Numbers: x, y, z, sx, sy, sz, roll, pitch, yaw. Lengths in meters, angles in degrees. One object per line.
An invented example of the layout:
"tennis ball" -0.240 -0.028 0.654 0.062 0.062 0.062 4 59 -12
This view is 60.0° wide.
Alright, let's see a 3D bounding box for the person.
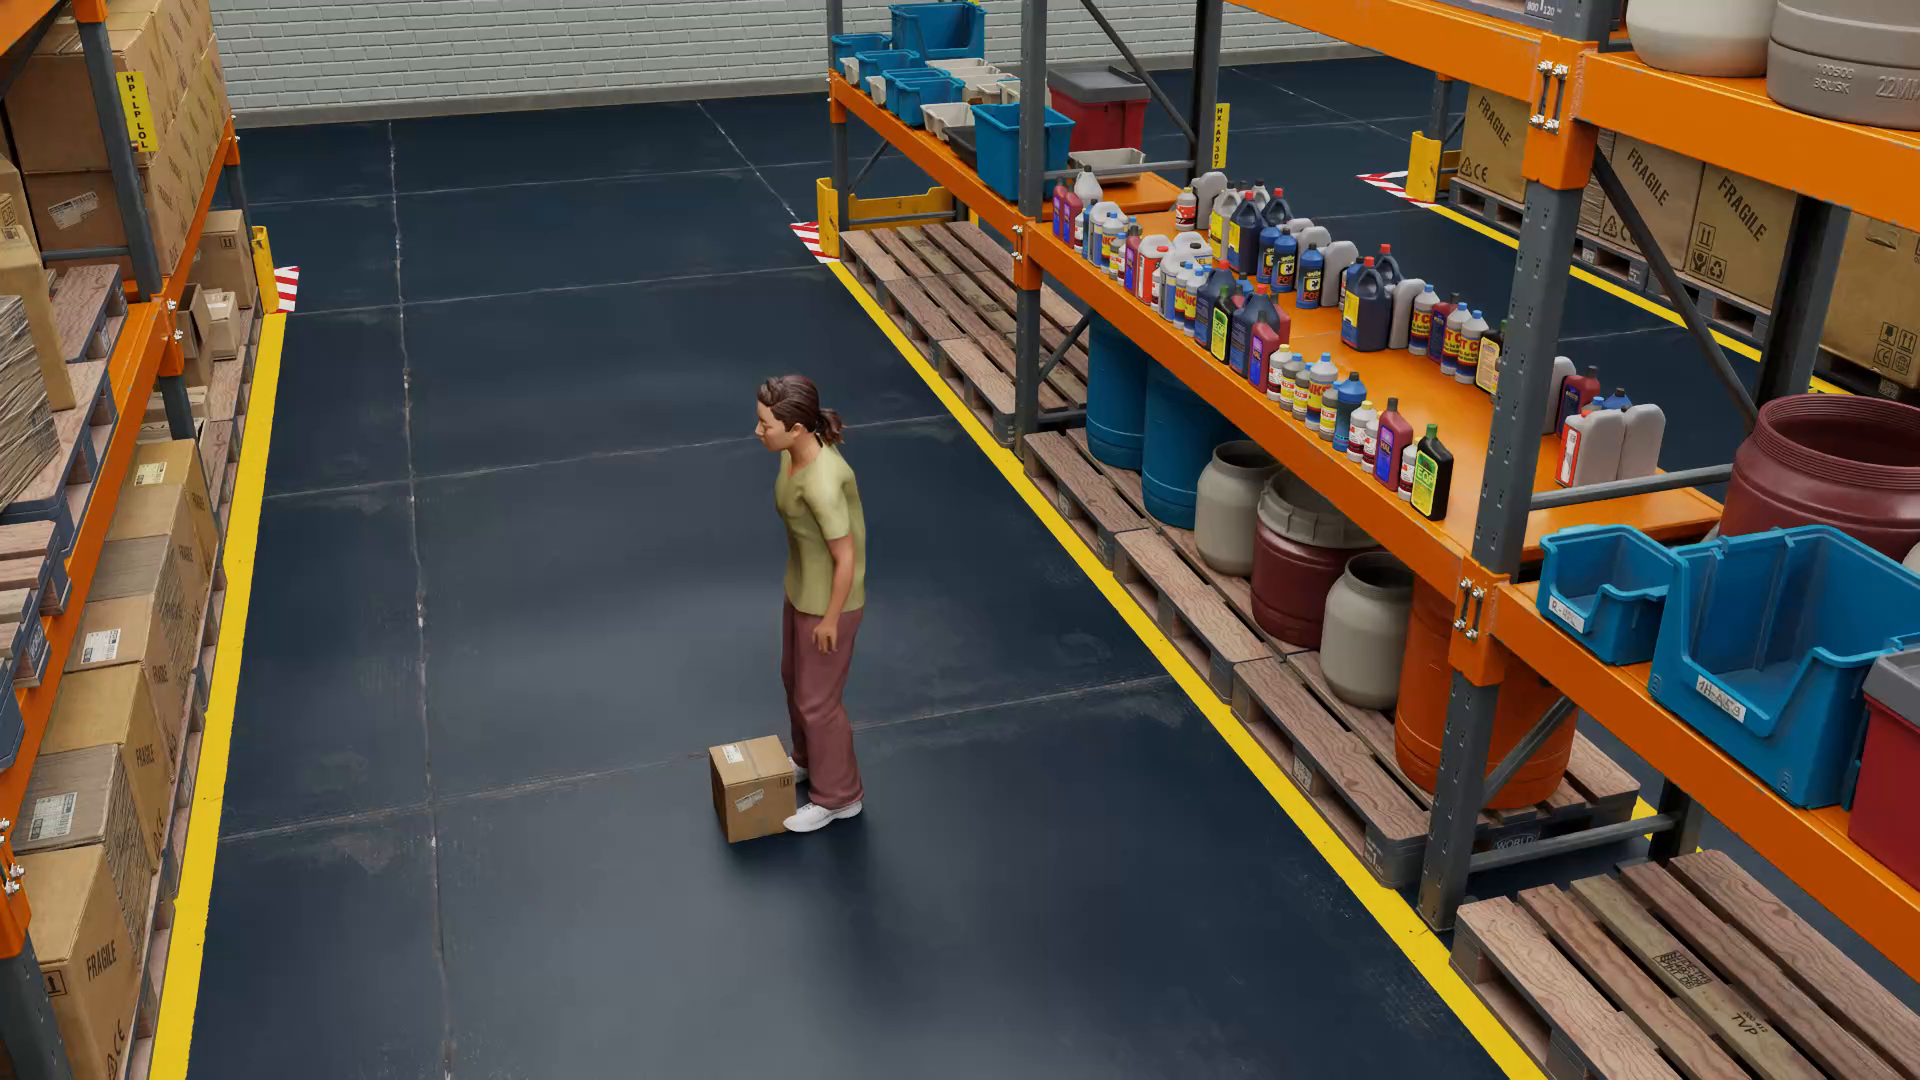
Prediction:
"person" -0.506 0.208 5.698 0.360 1.672 0.497 -8 28 -16
